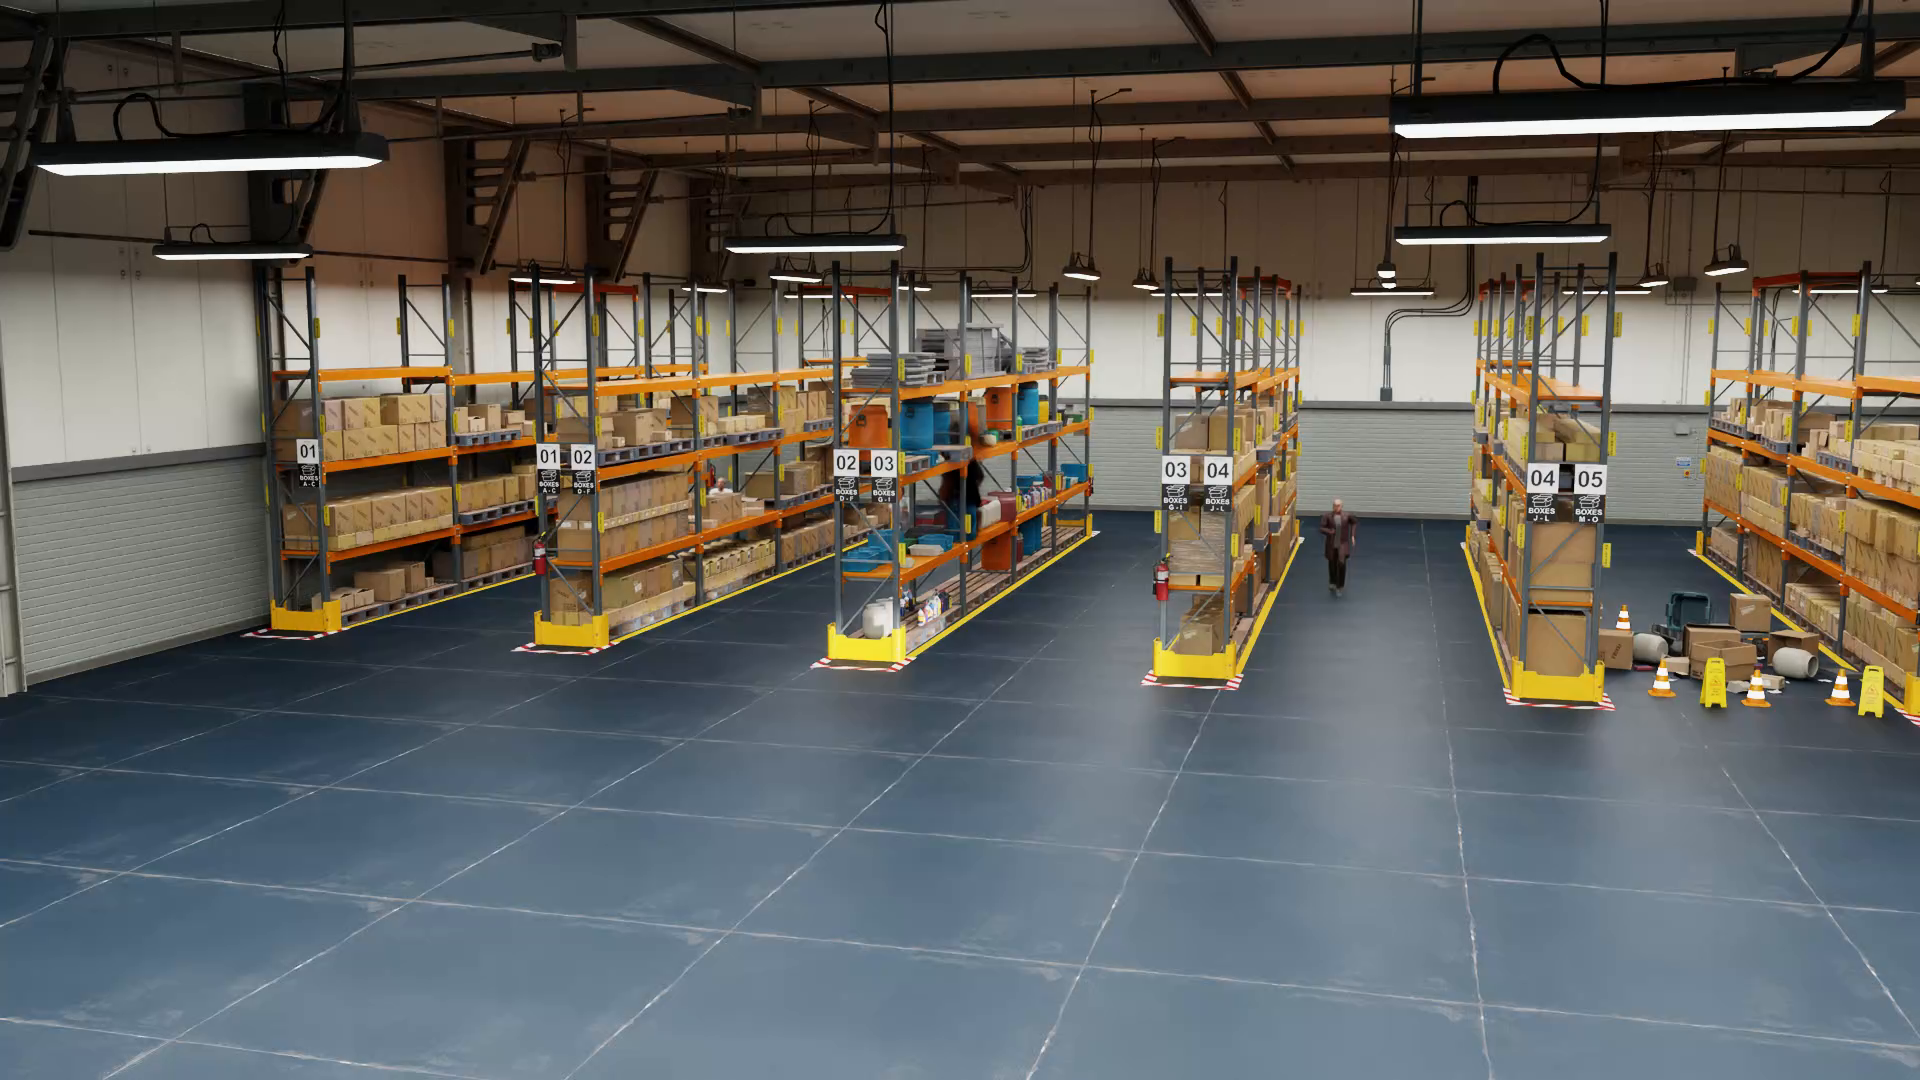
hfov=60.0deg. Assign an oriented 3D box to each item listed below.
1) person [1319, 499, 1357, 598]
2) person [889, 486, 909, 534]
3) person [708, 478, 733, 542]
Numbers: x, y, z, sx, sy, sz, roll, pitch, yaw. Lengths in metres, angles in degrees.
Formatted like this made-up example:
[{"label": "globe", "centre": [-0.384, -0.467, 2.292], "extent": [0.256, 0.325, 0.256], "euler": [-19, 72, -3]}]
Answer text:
[{"label": "person", "centre": [7.114, 0.148, 31.377], "extent": [0.684, 1.847, 0.930], "euler": [2, 7, 15]}, {"label": "person", "centre": [-1.300, -0.369, 36.123], "extent": [0.528, 1.647, 0.743], "euler": [0, 7, 3]}, {"label": "person", "centre": [-5.287, -0.505, 36.632], "extent": [0.690, 1.721, 0.616], "euler": [1, 7, 7]}]
